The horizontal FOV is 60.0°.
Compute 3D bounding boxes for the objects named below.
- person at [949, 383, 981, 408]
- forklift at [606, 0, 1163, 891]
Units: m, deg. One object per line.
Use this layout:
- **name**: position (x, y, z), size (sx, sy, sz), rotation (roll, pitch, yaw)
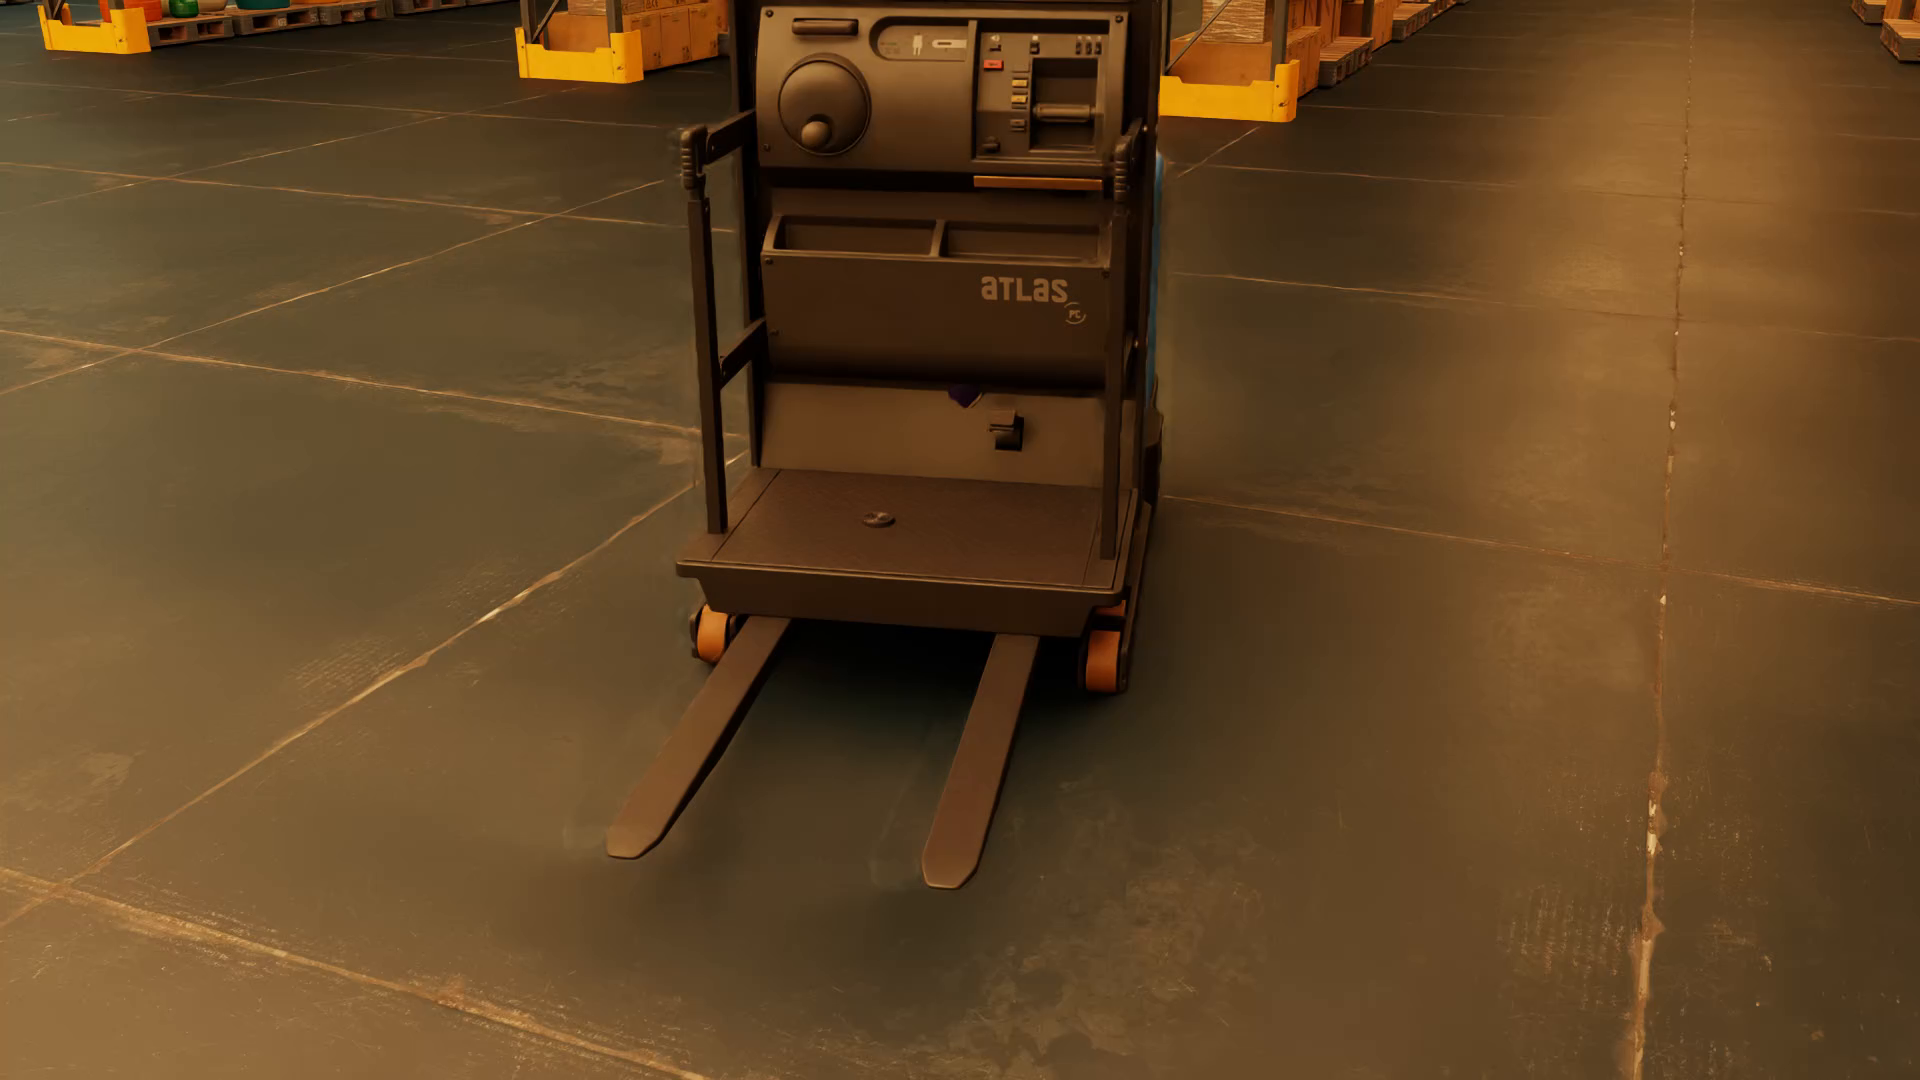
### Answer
- **person**: position (-0.053, -0.740, 4.711), size (0.601, 1.646, 0.524), rotation (9, 24, 21)
- **forklift**: position (-0.084, -1.113, 3.956), size (1.130, 2.935, 3.031), rotation (4, 23, 9)
